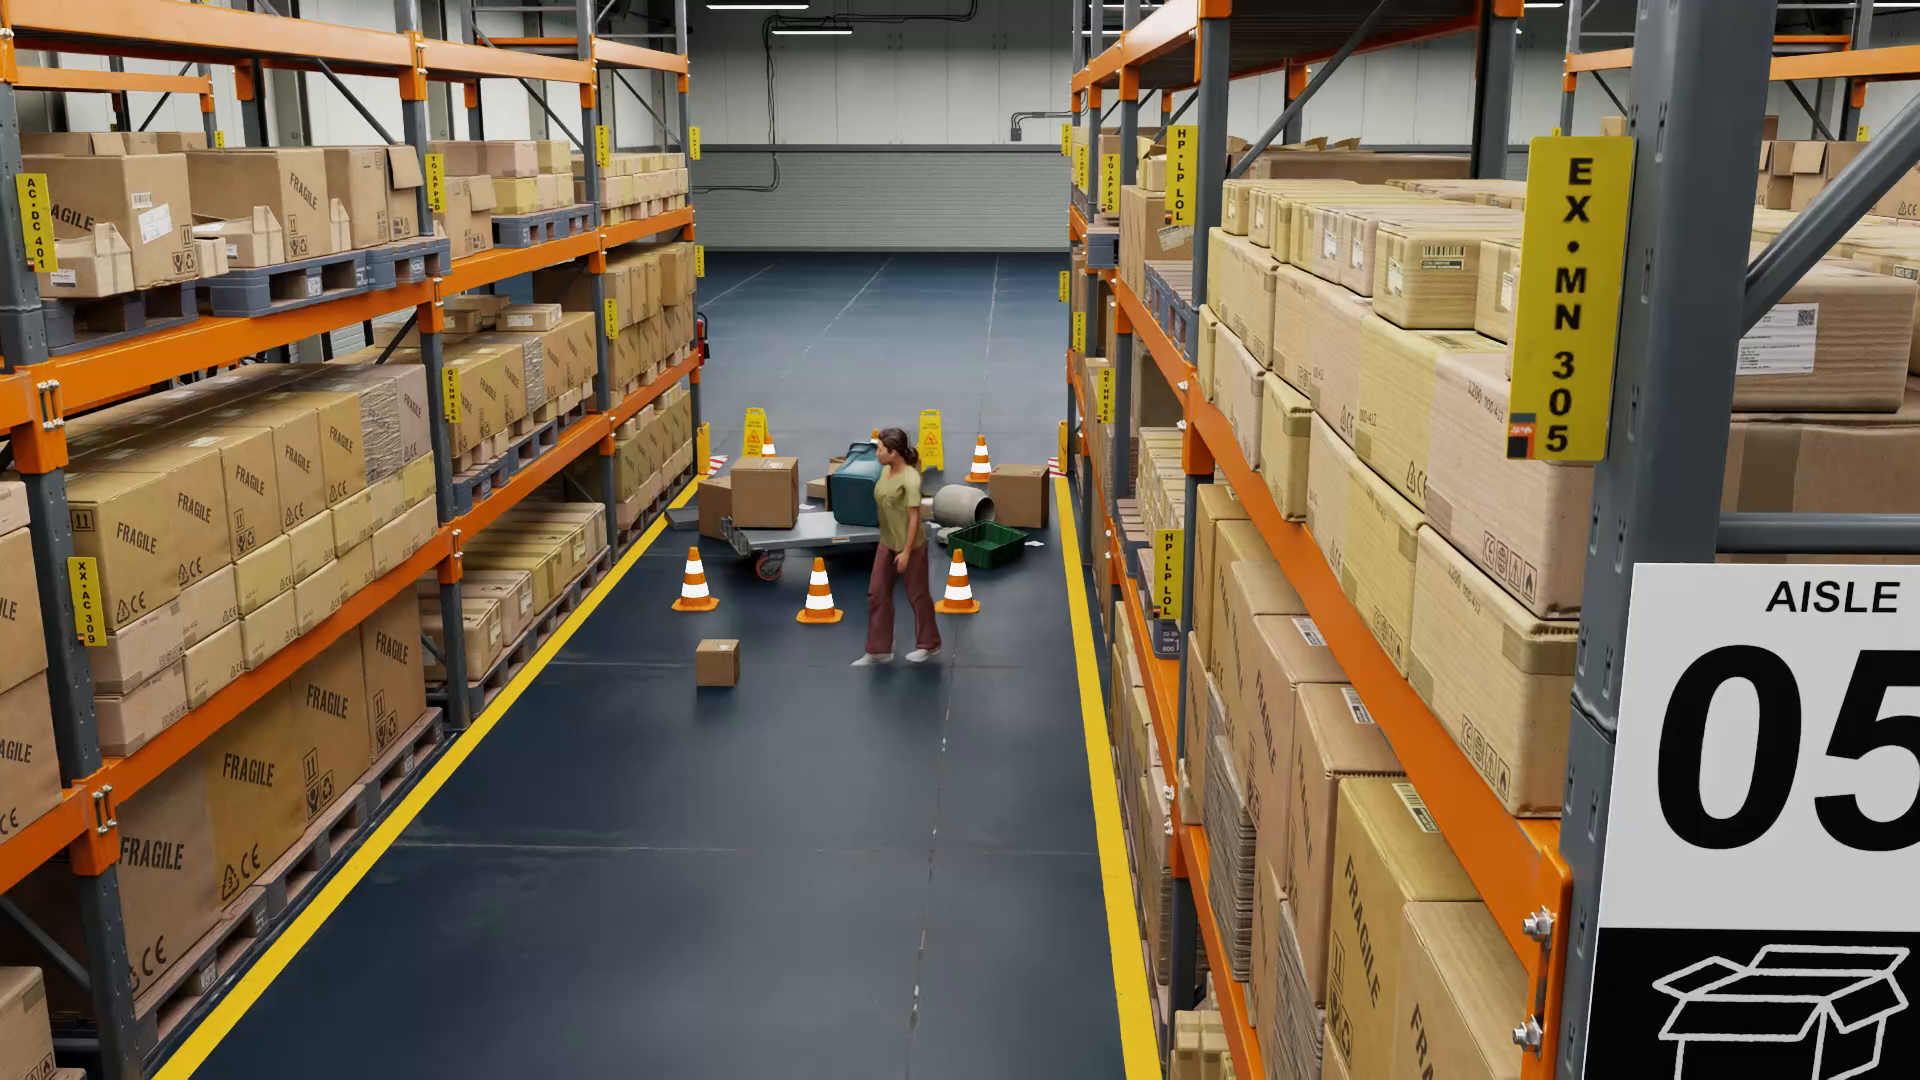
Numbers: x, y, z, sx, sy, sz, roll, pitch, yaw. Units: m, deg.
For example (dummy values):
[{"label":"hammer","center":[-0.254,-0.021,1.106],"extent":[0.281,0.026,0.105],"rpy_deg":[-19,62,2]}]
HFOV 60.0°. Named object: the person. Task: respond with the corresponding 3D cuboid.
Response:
[{"label":"person","center":[-0.390,0.065,11.292],"extent":[0.588,1.712,0.484],"rpy_deg":[-11,18,-37]}]
